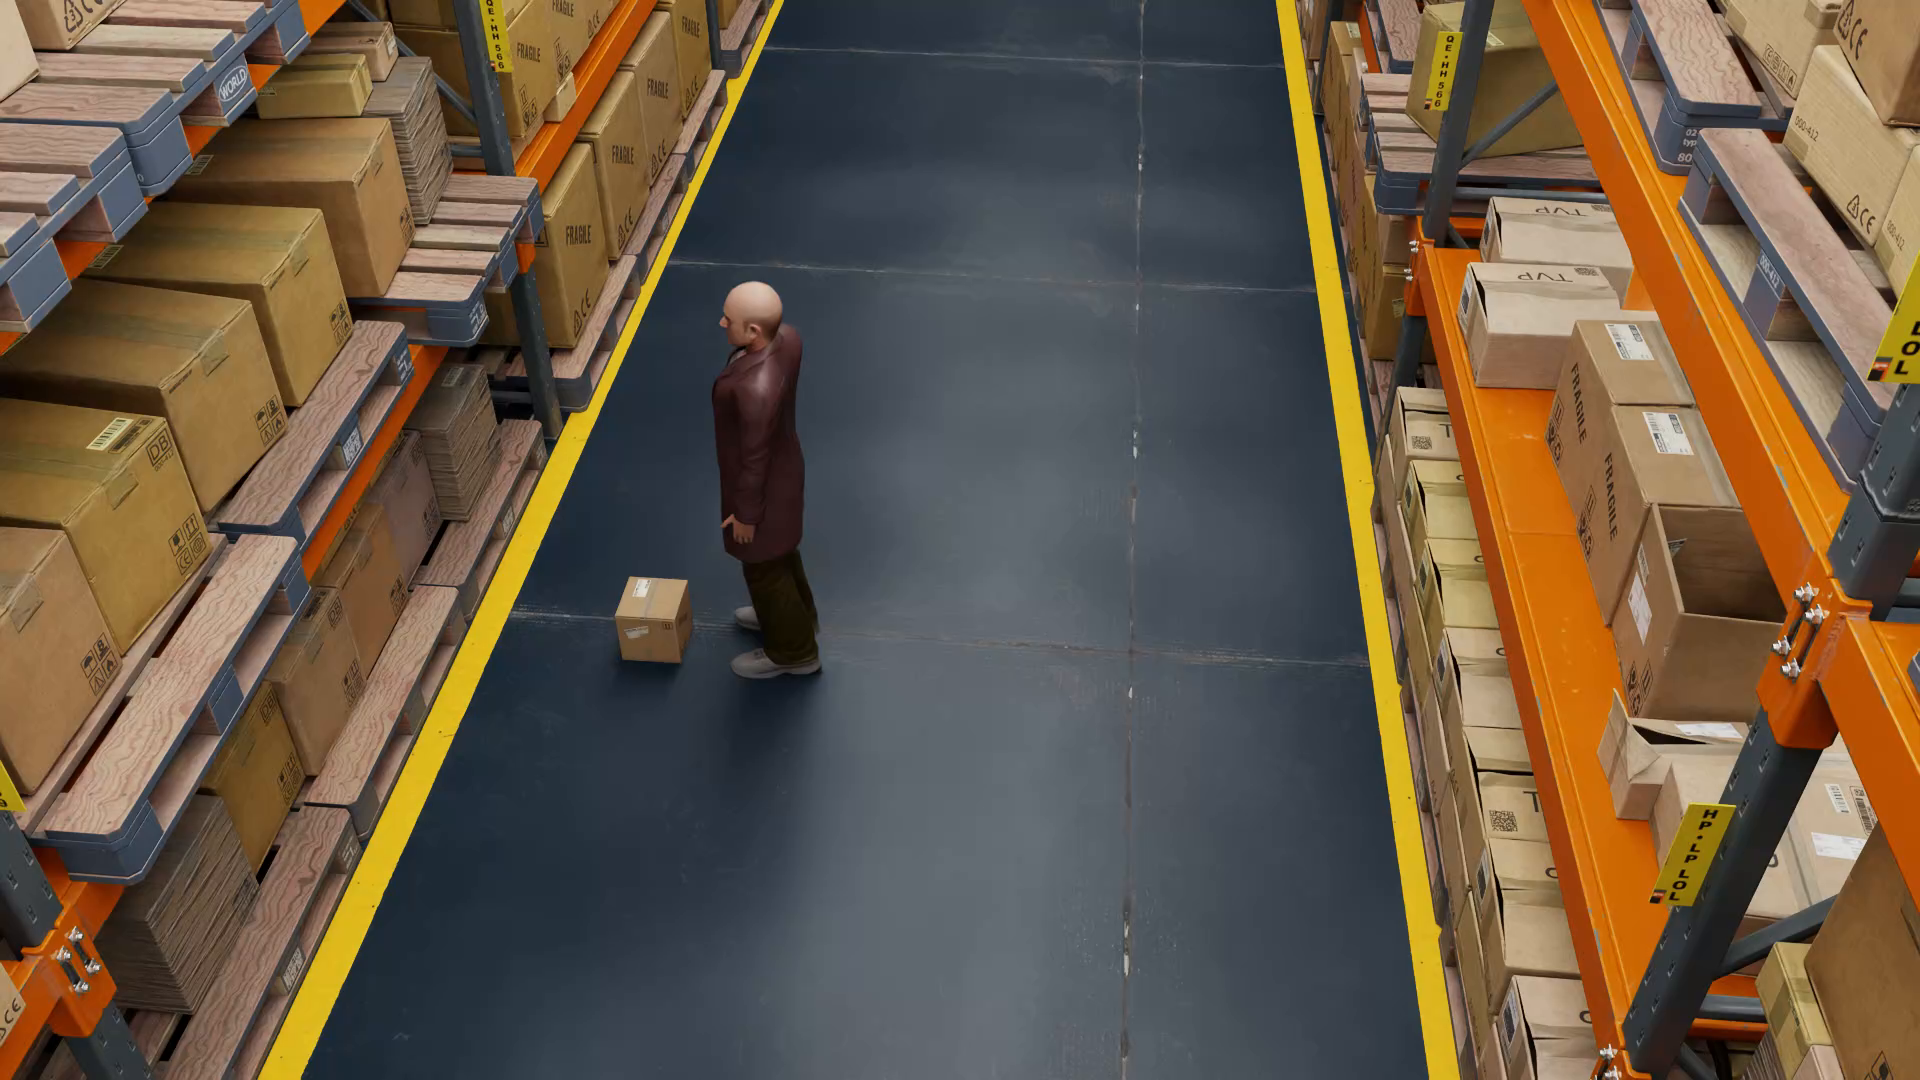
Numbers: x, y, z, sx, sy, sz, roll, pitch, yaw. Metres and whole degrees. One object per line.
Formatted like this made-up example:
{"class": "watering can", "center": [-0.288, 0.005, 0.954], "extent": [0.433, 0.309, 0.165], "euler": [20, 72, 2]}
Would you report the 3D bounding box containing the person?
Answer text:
{"class": "person", "center": [-0.775, -0.215, 6.435], "extent": [0.420, 1.783, 0.560], "euler": [4, 40, 5]}
